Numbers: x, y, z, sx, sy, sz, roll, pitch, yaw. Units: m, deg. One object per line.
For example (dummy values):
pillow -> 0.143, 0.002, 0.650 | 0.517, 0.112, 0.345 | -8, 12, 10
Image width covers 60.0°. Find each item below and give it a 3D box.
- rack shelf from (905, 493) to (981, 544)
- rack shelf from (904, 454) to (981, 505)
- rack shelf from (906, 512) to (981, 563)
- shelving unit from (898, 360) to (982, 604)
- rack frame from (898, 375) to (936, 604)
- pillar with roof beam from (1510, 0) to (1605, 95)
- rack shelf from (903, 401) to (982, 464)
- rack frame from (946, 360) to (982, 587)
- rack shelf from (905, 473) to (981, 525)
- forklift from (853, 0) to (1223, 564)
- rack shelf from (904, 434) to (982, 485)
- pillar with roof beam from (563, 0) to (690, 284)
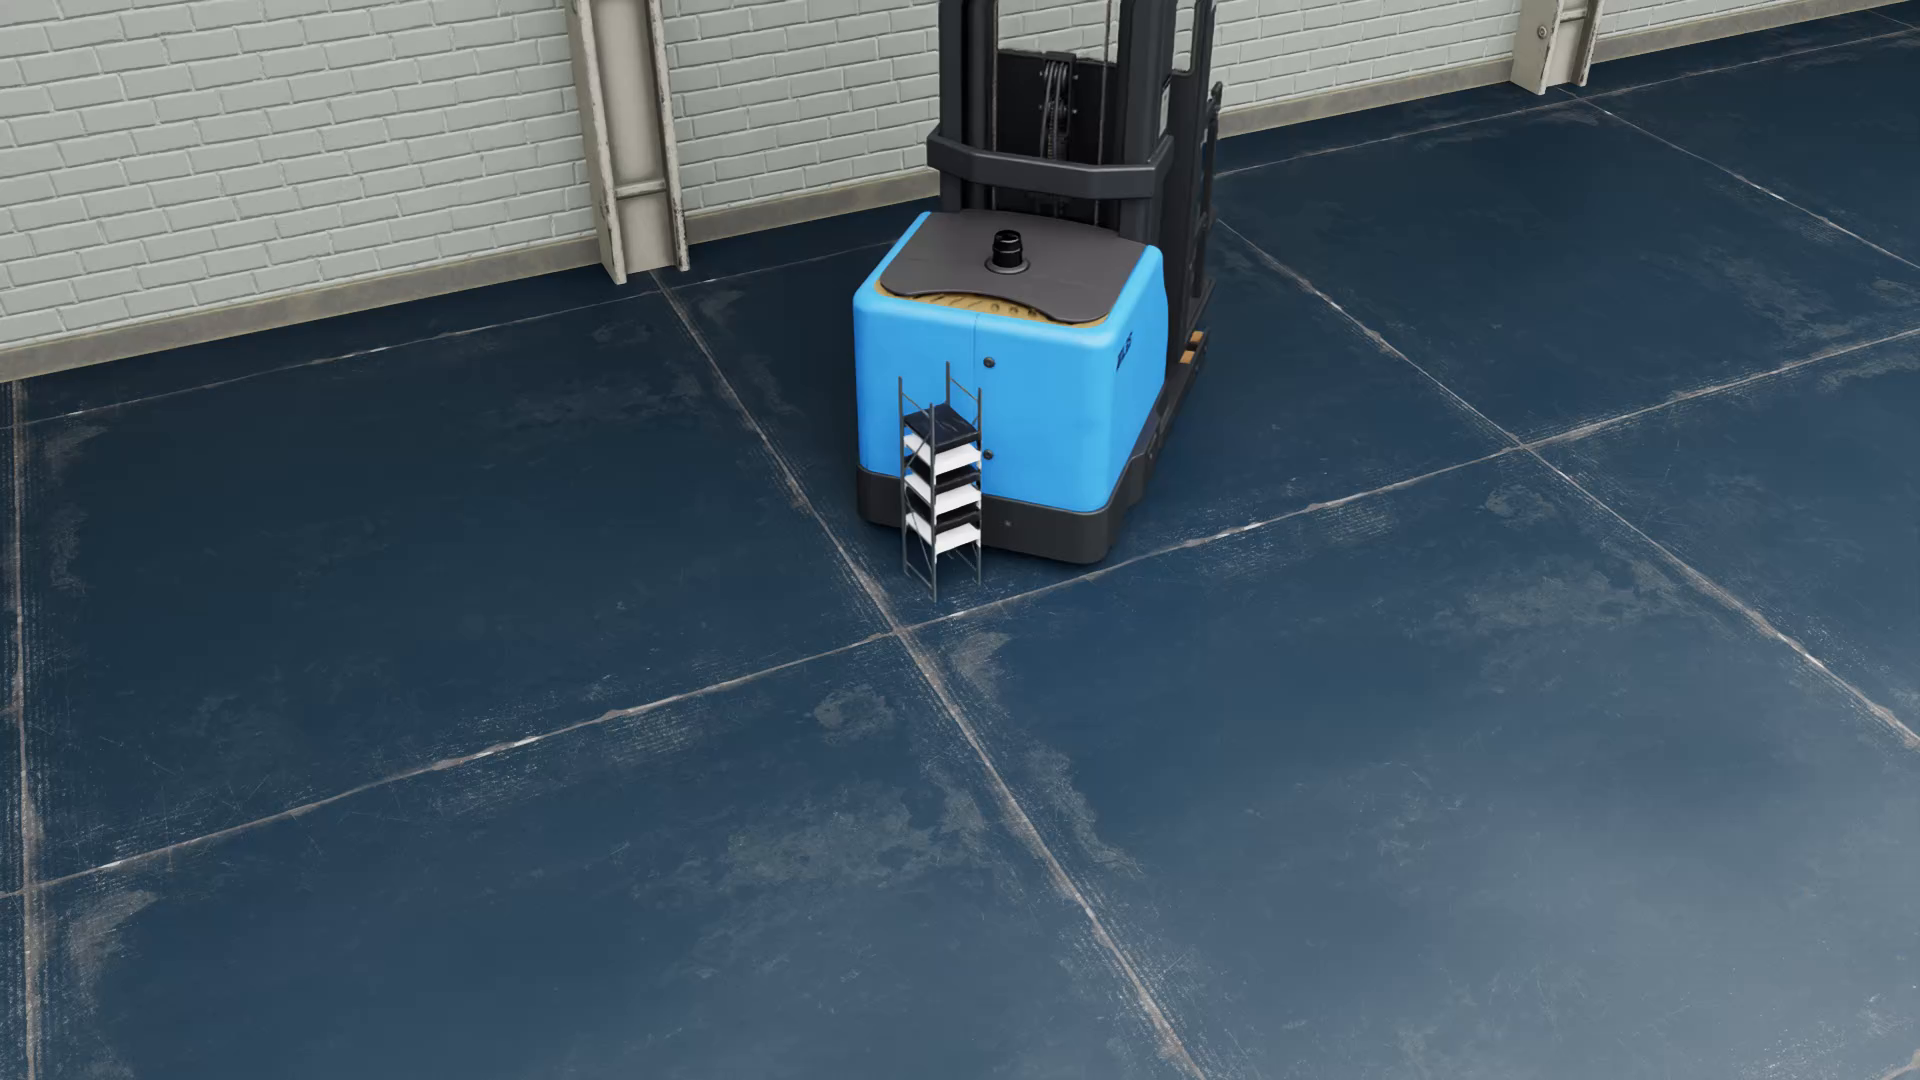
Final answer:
rack shelf -> -0.073, -0.109, 6.348 | 0.200, 0.077, 0.258 | -20, 41, -25
rack shelf -> -0.073, -0.253, 6.241 | 0.200, 0.077, 0.258 | -20, 41, -25
rack shelf -> -0.073, -0.037, 6.402 | 0.200, 0.077, 0.258 | -20, 41, -25
shelving unit -> -0.073, -0.208, 6.275 | 0.210, 0.900, 0.258 | -20, 41, -25
rack frame -> -0.159, -0.176, 6.232 | 0.006, 0.900, 0.240 | -20, 41, -25
pillar with roof beam -> 5.615, -4.251, 4.928 | 0.400, 9.000, 9.100 | -16, 39, -20
rack shelf -> -0.073, -0.398, 6.134 | 0.200, 0.077, 0.258 | -20, 41, -25
rack frame -> 0.014, -0.240, 6.318 | 0.006, 0.900, 0.240 | -20, 41, -25
rack shelf -> -0.073, -0.181, 6.295 | 0.200, 0.077, 0.258 | -20, 41, -25
forklift -> 0.541, -1.962, 6.935 | 1.130, 2.935, 3.031 | 12, 38, 15
rack shelf -> -0.073, -0.326, 6.187 | 0.200, 0.077, 0.258 | -20, 41, -25
pillar with roof beam -> 0.184, -2.733, 2.881 | 0.400, 9.000, 9.100 | -16, 39, -20
